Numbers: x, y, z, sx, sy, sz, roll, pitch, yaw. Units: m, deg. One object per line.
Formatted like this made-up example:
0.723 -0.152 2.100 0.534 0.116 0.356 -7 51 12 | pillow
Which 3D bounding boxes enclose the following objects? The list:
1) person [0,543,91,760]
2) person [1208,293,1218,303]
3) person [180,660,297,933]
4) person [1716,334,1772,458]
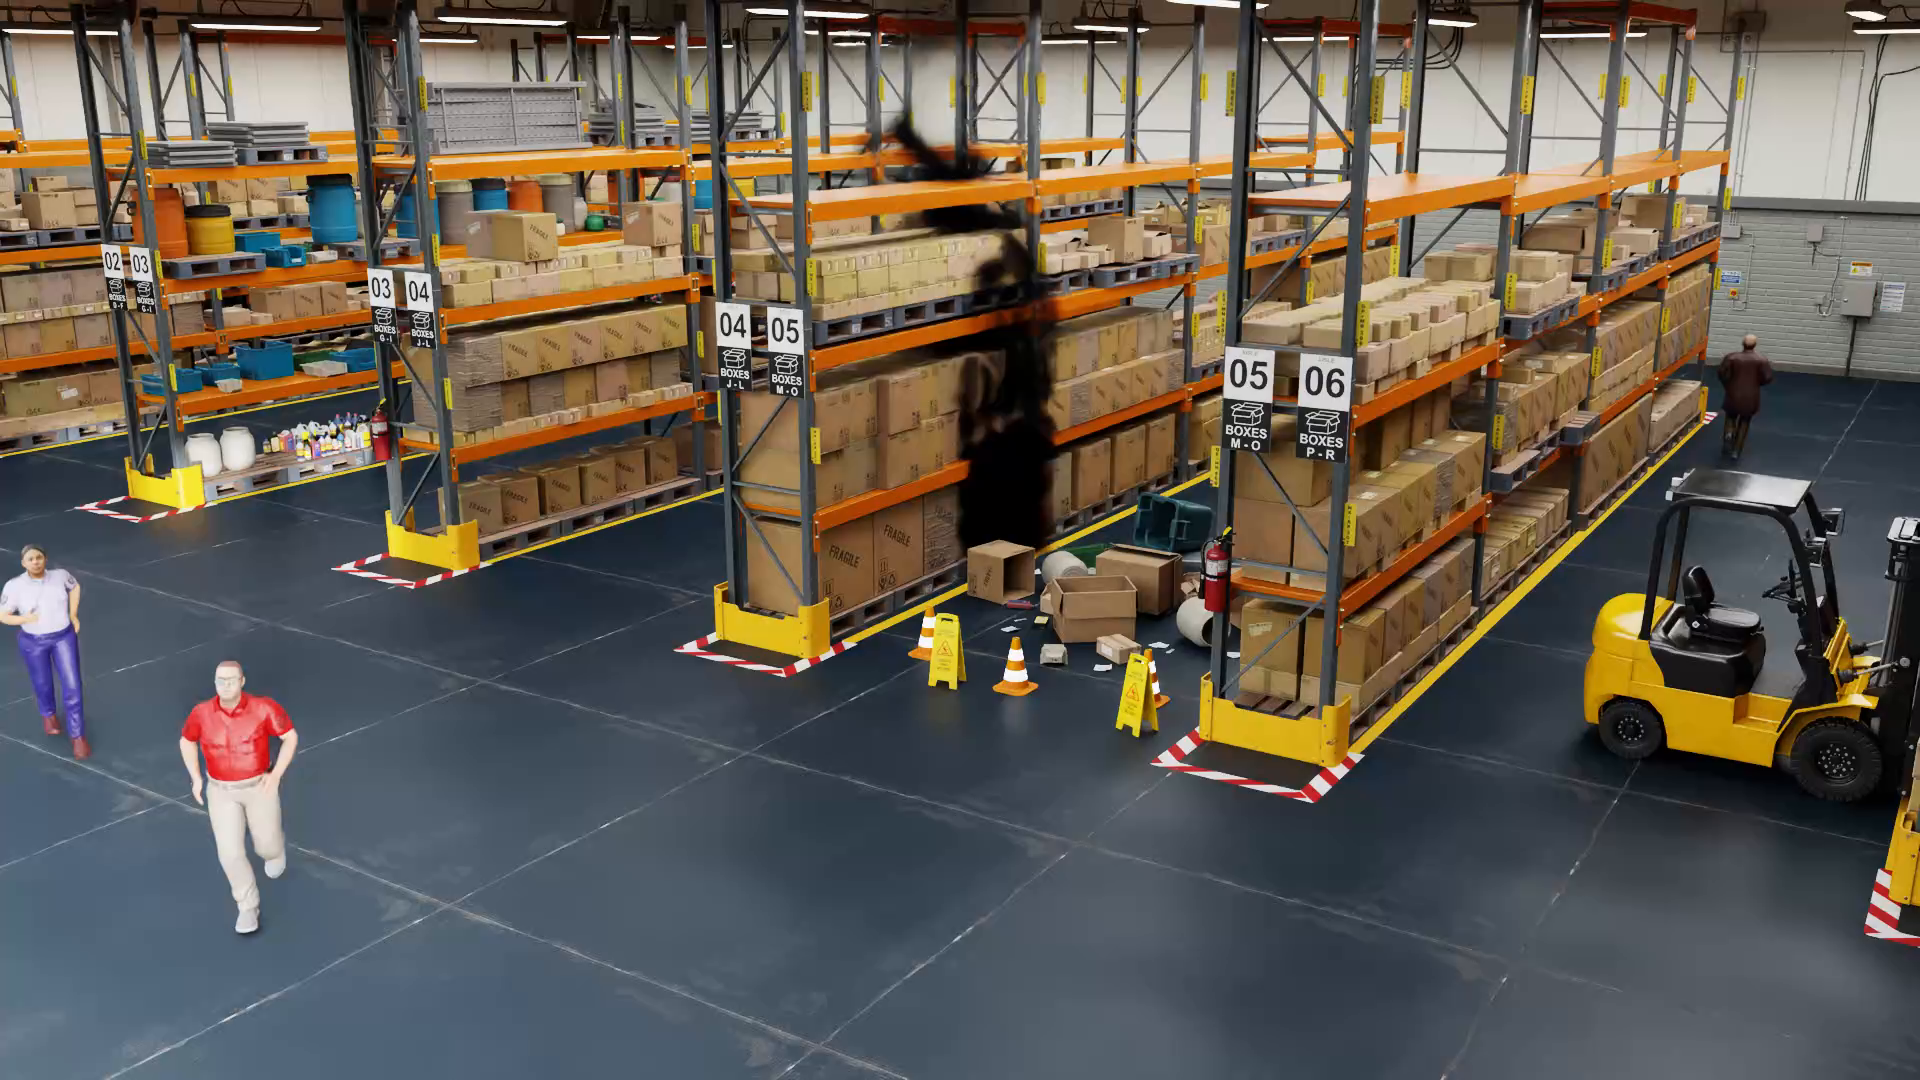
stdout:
-7.190 0.840 13.103 0.598 1.687 0.838 -10 18 -31 | person
4.272 -3.271 27.819 0.670 1.728 0.904 12 19 36 | person
-4.519 1.548 10.486 0.699 1.683 0.792 -4 16 -14 | person
10.942 -2.028 23.258 0.703 1.729 0.653 8 18 27 | person
